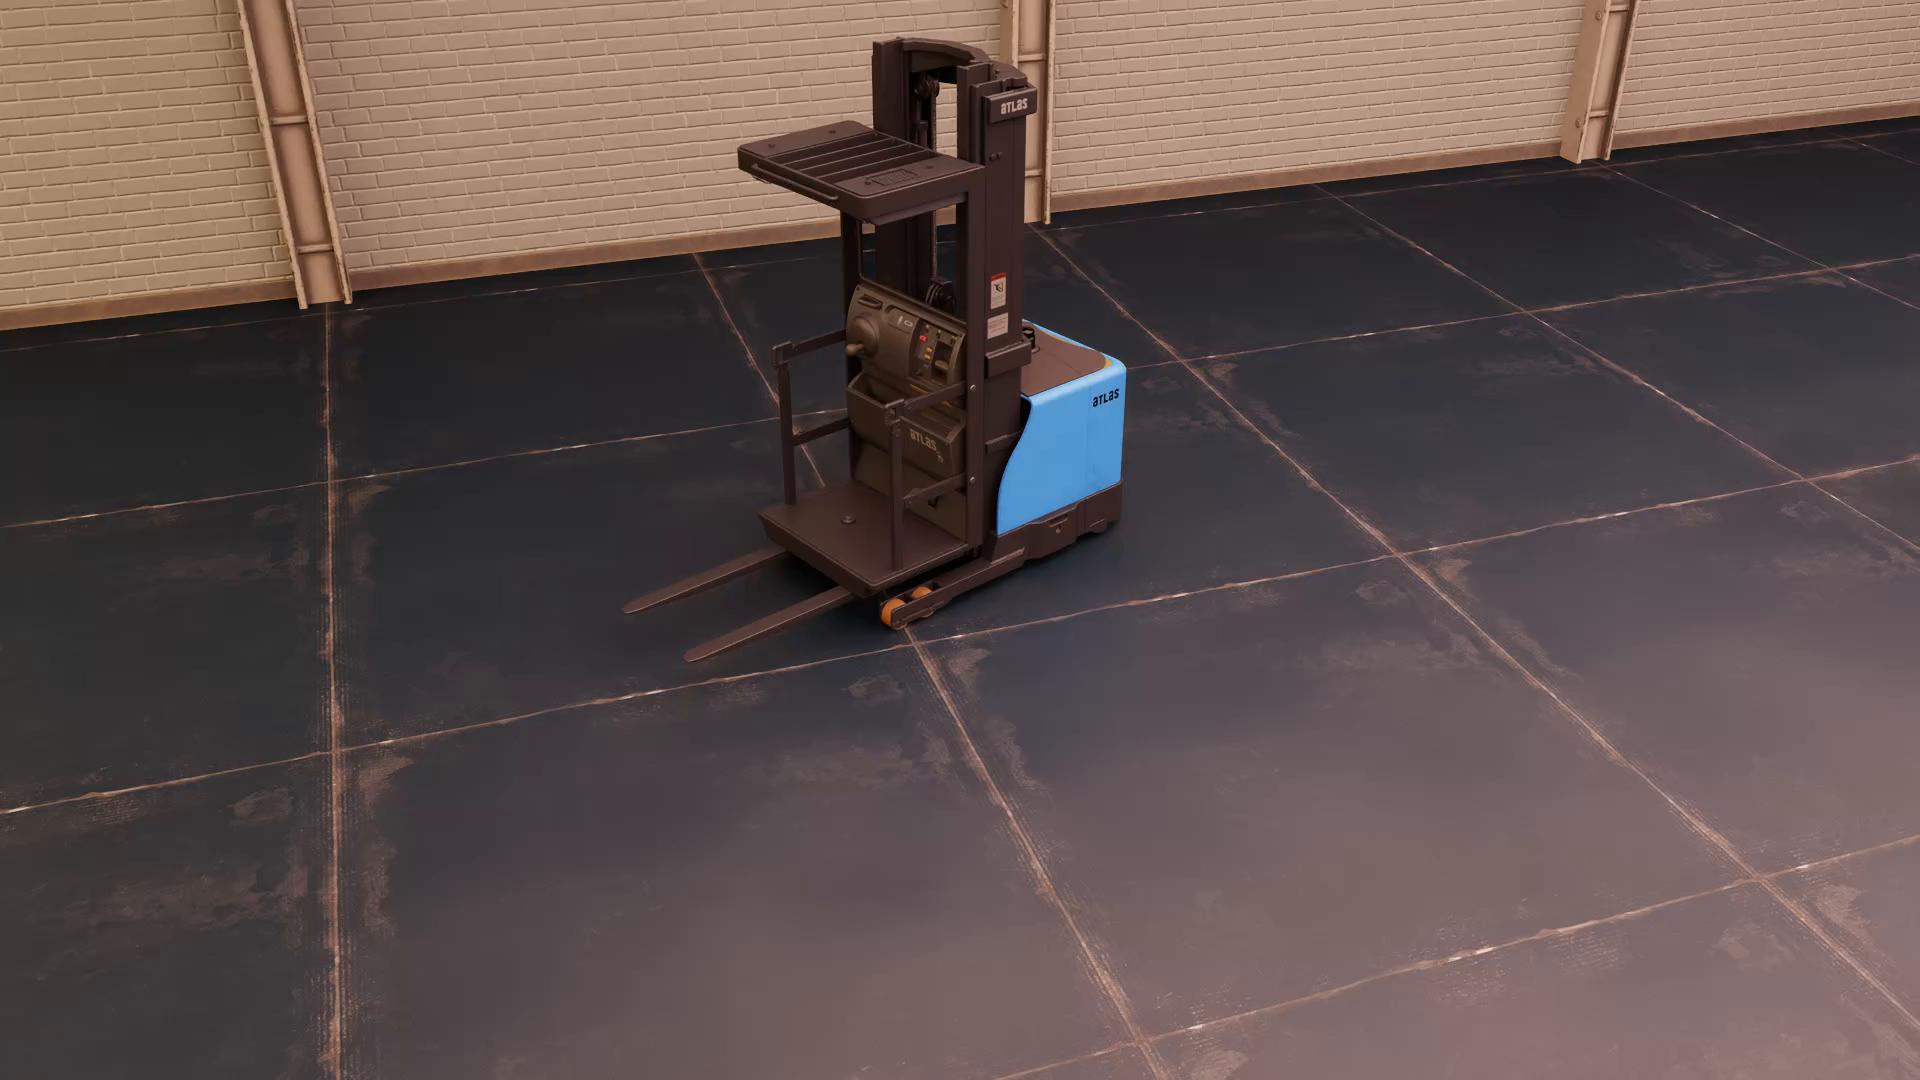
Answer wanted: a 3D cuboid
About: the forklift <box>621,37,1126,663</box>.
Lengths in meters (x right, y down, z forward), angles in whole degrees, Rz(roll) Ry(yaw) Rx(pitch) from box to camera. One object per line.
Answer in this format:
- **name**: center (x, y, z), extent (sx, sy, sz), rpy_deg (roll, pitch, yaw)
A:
- **forklift**: center (-0.461, -1.072, 8.951), extent (3.031, 2.935, 1.130), rpy_deg (-23, 37, -34)
